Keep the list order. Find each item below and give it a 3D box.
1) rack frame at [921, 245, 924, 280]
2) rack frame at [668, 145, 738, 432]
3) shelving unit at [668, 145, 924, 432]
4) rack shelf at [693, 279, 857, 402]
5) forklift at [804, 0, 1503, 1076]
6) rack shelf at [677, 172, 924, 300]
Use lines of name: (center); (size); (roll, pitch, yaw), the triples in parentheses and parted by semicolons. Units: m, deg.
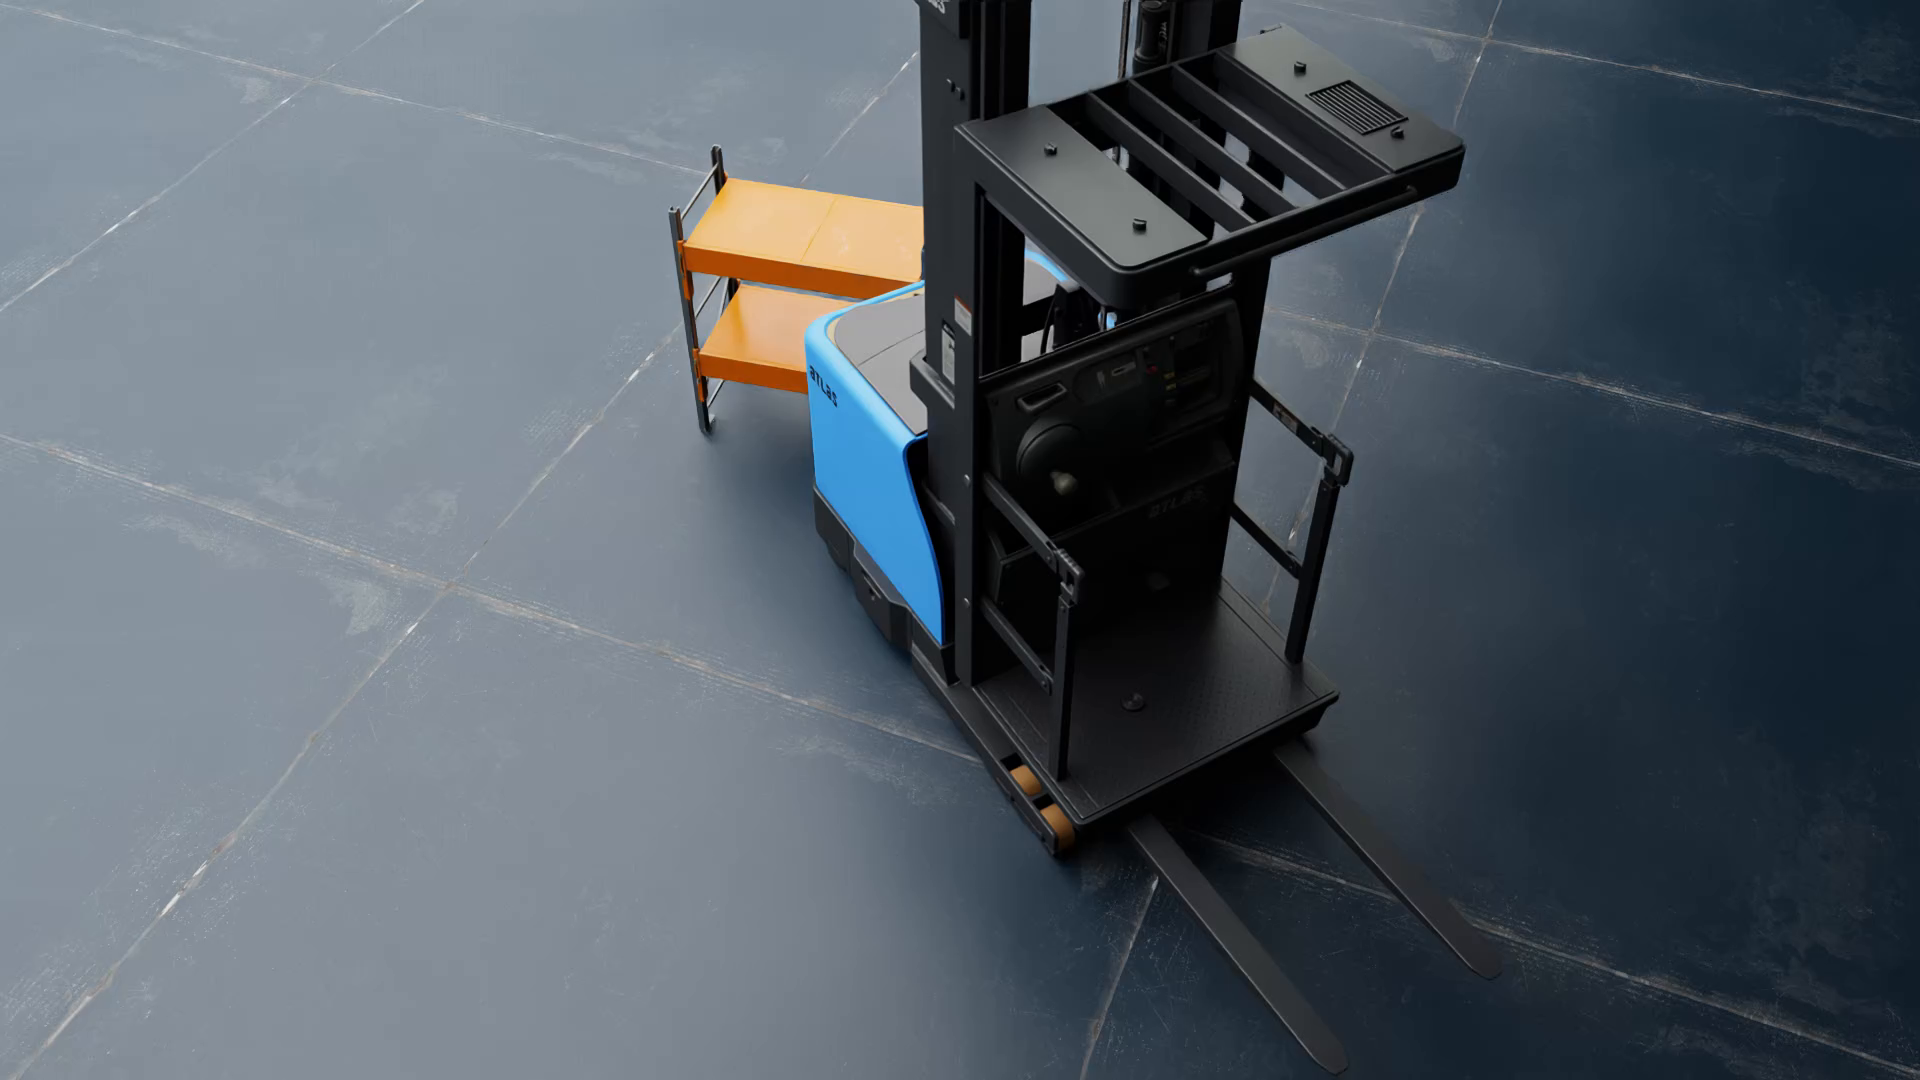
rack frame: (-0.069, -0.855, 6.812); (0.032, 1.125, 0.500); (11, 46, 11)
rack frame: (-1.051, -1.040, 6.997); (0.032, 1.125, 0.500); (11, 46, 11)
shelving unit: (-0.560, -0.947, 6.904); (1.048, 1.125, 0.538); (11, 46, 11)
rack shelf: (-0.560, -0.774, 7.077); (1.000, 0.278, 0.538); (11, 46, 11)
forklift: (0.605, -0.352, 5.025); (1.130, 2.935, 3.031); (-23, 49, -21)
rack shelf: (-0.560, -1.155, 6.698); (1.000, 0.278, 0.538); (11, 46, 11)
